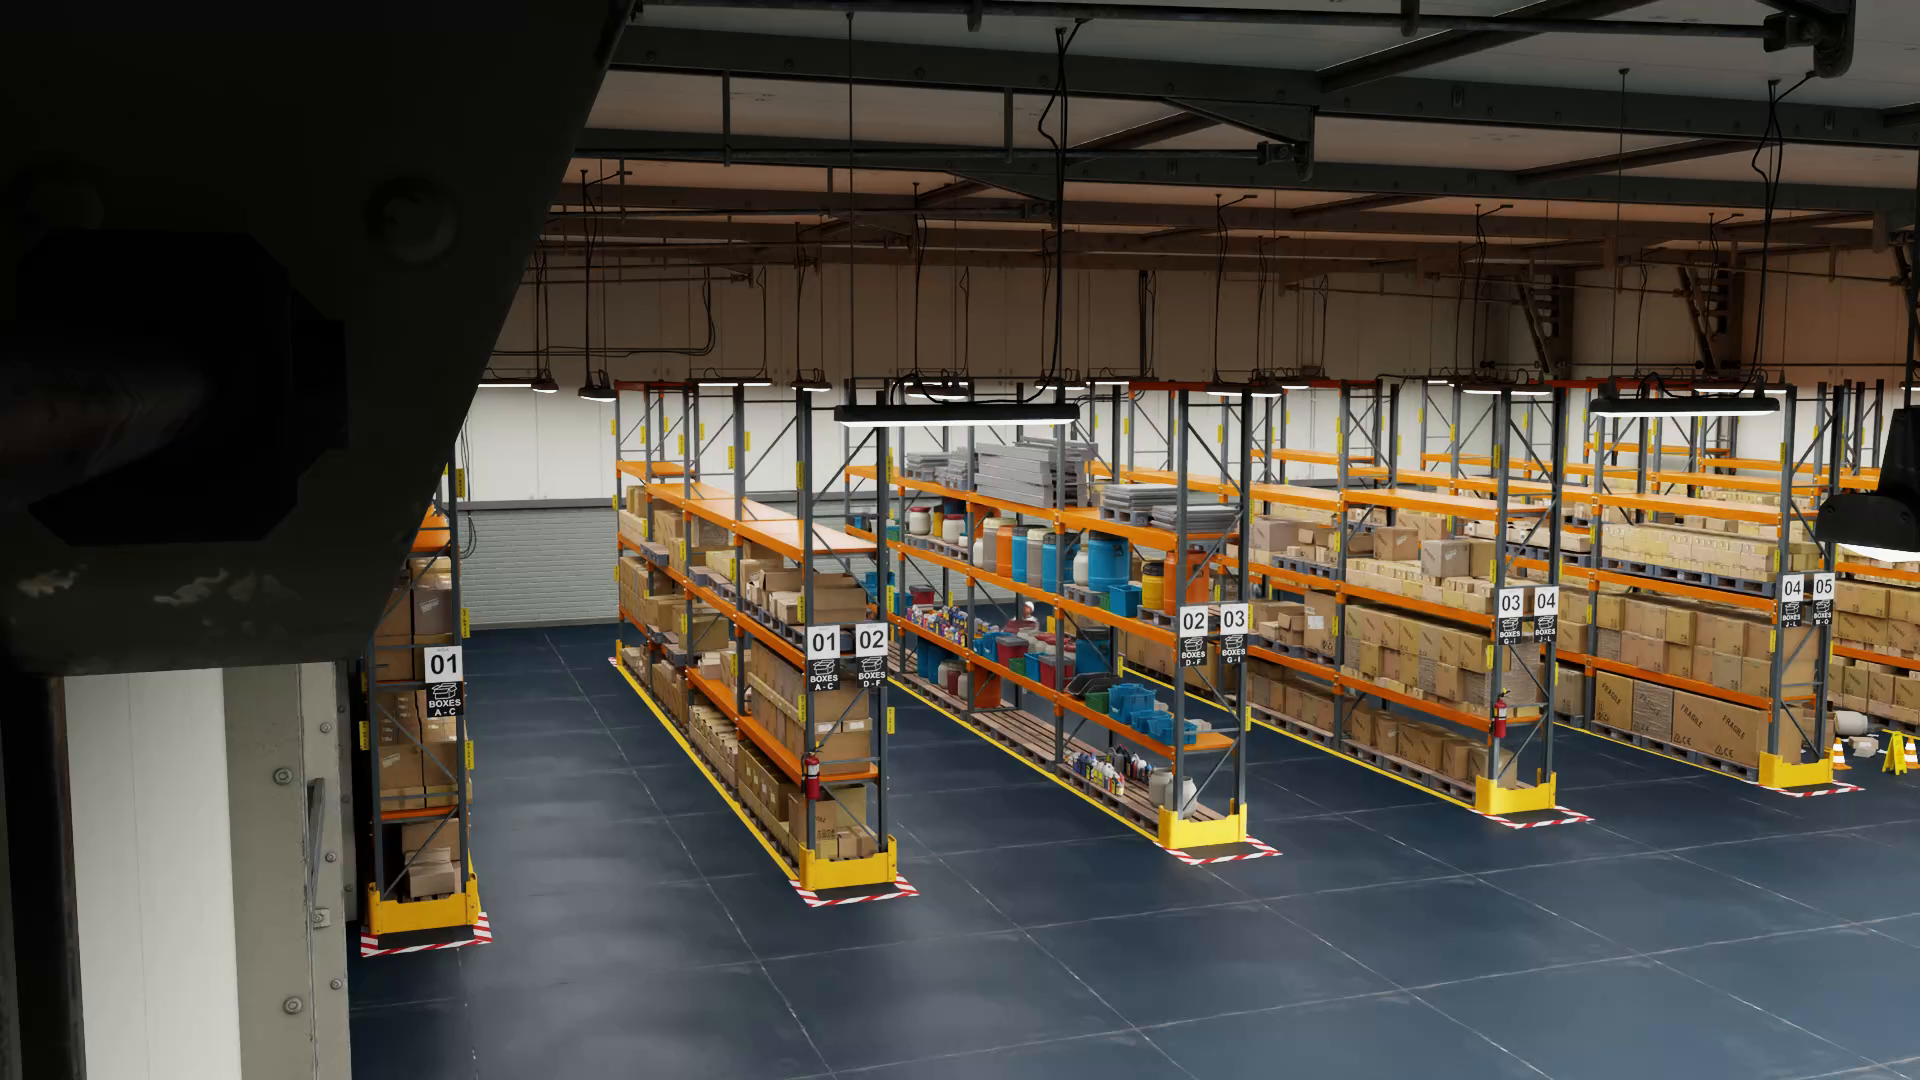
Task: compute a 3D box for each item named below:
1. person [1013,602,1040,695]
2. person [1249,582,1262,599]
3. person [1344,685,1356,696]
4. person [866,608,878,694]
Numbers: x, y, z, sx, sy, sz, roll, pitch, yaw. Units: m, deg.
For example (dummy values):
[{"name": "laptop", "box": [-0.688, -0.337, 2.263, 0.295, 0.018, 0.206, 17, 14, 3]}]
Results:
[{"name": "person", "box": [1.270, 2.072, 32.352, 0.540, 1.727, 0.983, -2, 6, -19]}, {"name": "person", "box": [7.675, 0.897, 43.007, 0.543, 1.749, 0.585, -4, 7, -32]}, {"name": "person", "box": [7.332, 2.153, 31.671, 0.427, 1.701, 0.557, -5, 8, -42]}, {"name": "person", "box": [-1.696, 2.130, 31.879, 0.395, 1.642, 0.515, -3, 7, -27]}]
